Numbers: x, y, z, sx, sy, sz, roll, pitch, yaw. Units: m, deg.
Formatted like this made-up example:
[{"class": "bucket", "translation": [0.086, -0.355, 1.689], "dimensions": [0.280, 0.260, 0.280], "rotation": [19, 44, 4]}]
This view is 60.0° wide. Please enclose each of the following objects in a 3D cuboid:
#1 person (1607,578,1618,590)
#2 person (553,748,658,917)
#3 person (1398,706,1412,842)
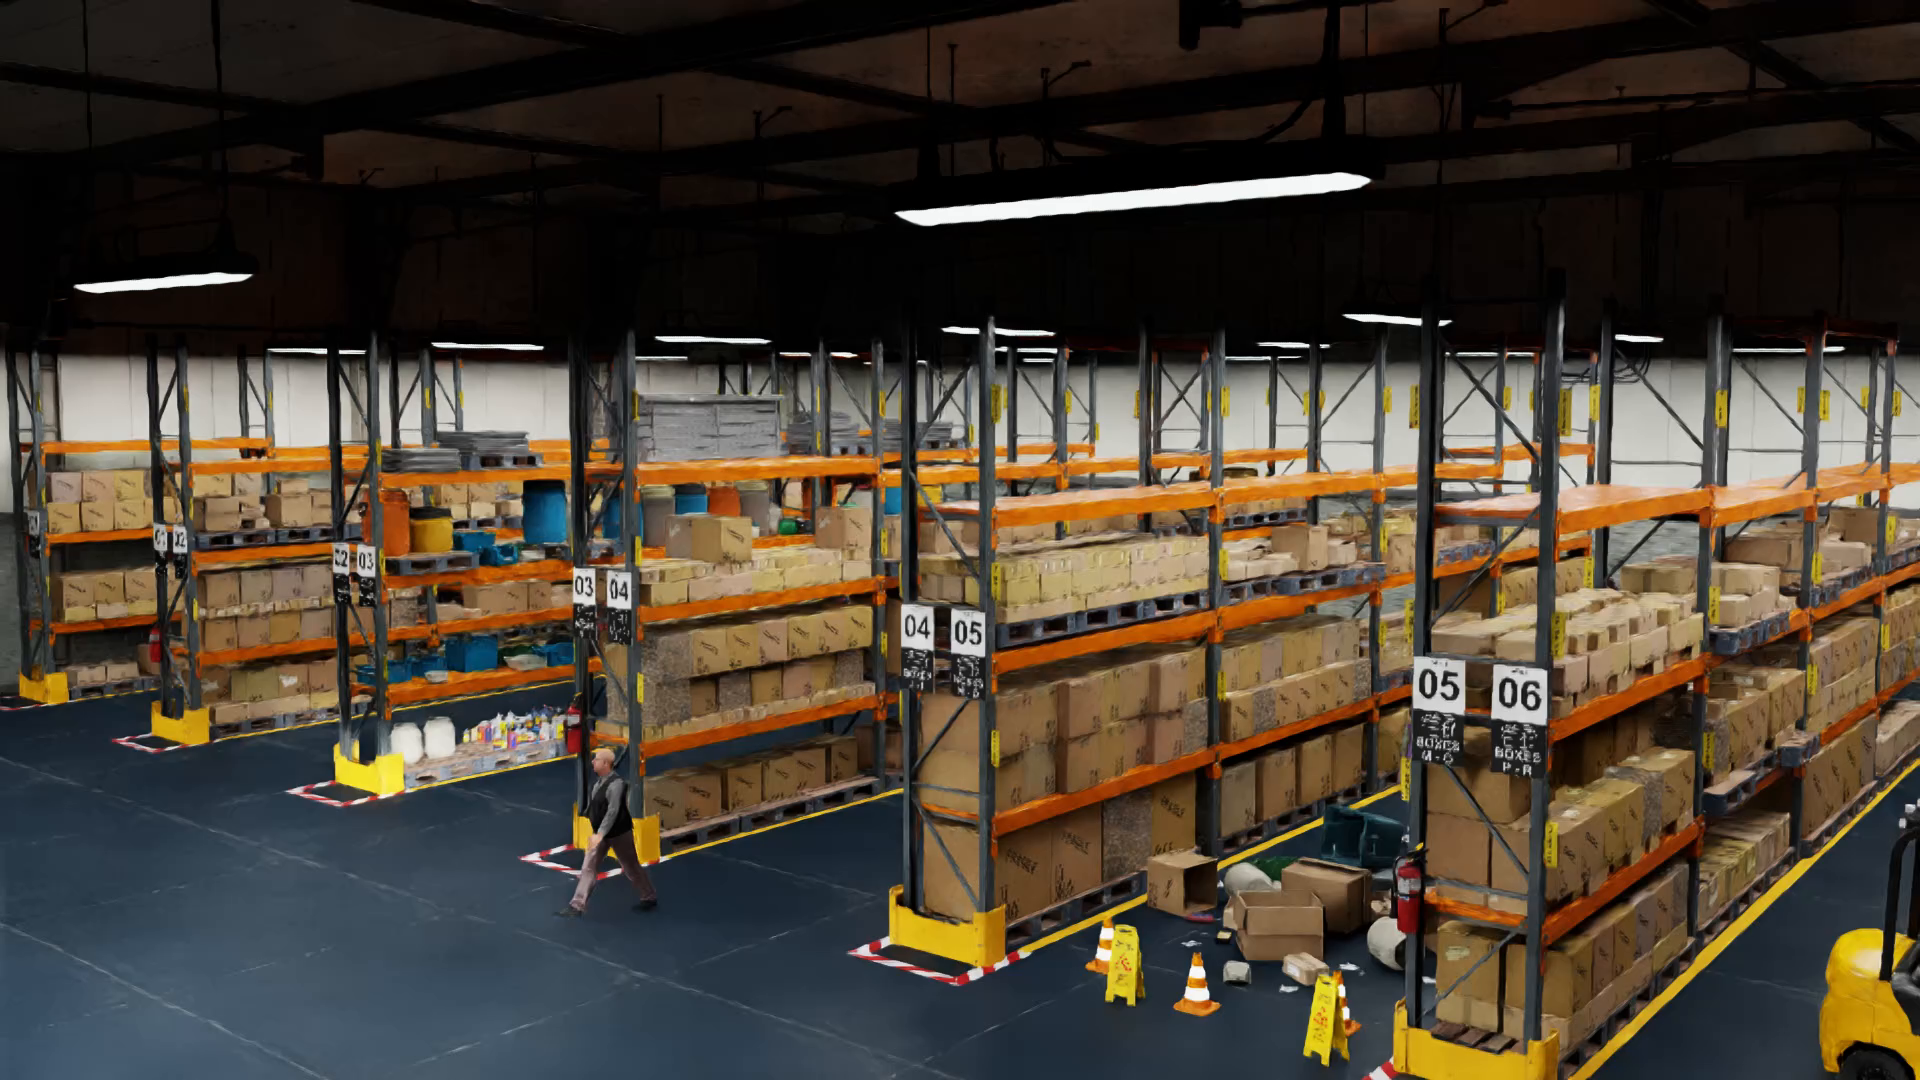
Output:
[{"class": "person", "translation": [12.136, 1.568, 30.922], "dimensions": [0.444, 1.613, 0.619], "rotation": [1, 5, 8]}, {"class": "person", "translation": [-3.458, 2.859, 16.273], "dimensions": [1.003, 1.658, 0.540], "rotation": [-5, 7, -41]}, {"class": "person", "translation": [5.255, 2.645, 19.109], "dimensions": [0.522, 1.581, 0.527], "rotation": [-2, 5, -19]}]
